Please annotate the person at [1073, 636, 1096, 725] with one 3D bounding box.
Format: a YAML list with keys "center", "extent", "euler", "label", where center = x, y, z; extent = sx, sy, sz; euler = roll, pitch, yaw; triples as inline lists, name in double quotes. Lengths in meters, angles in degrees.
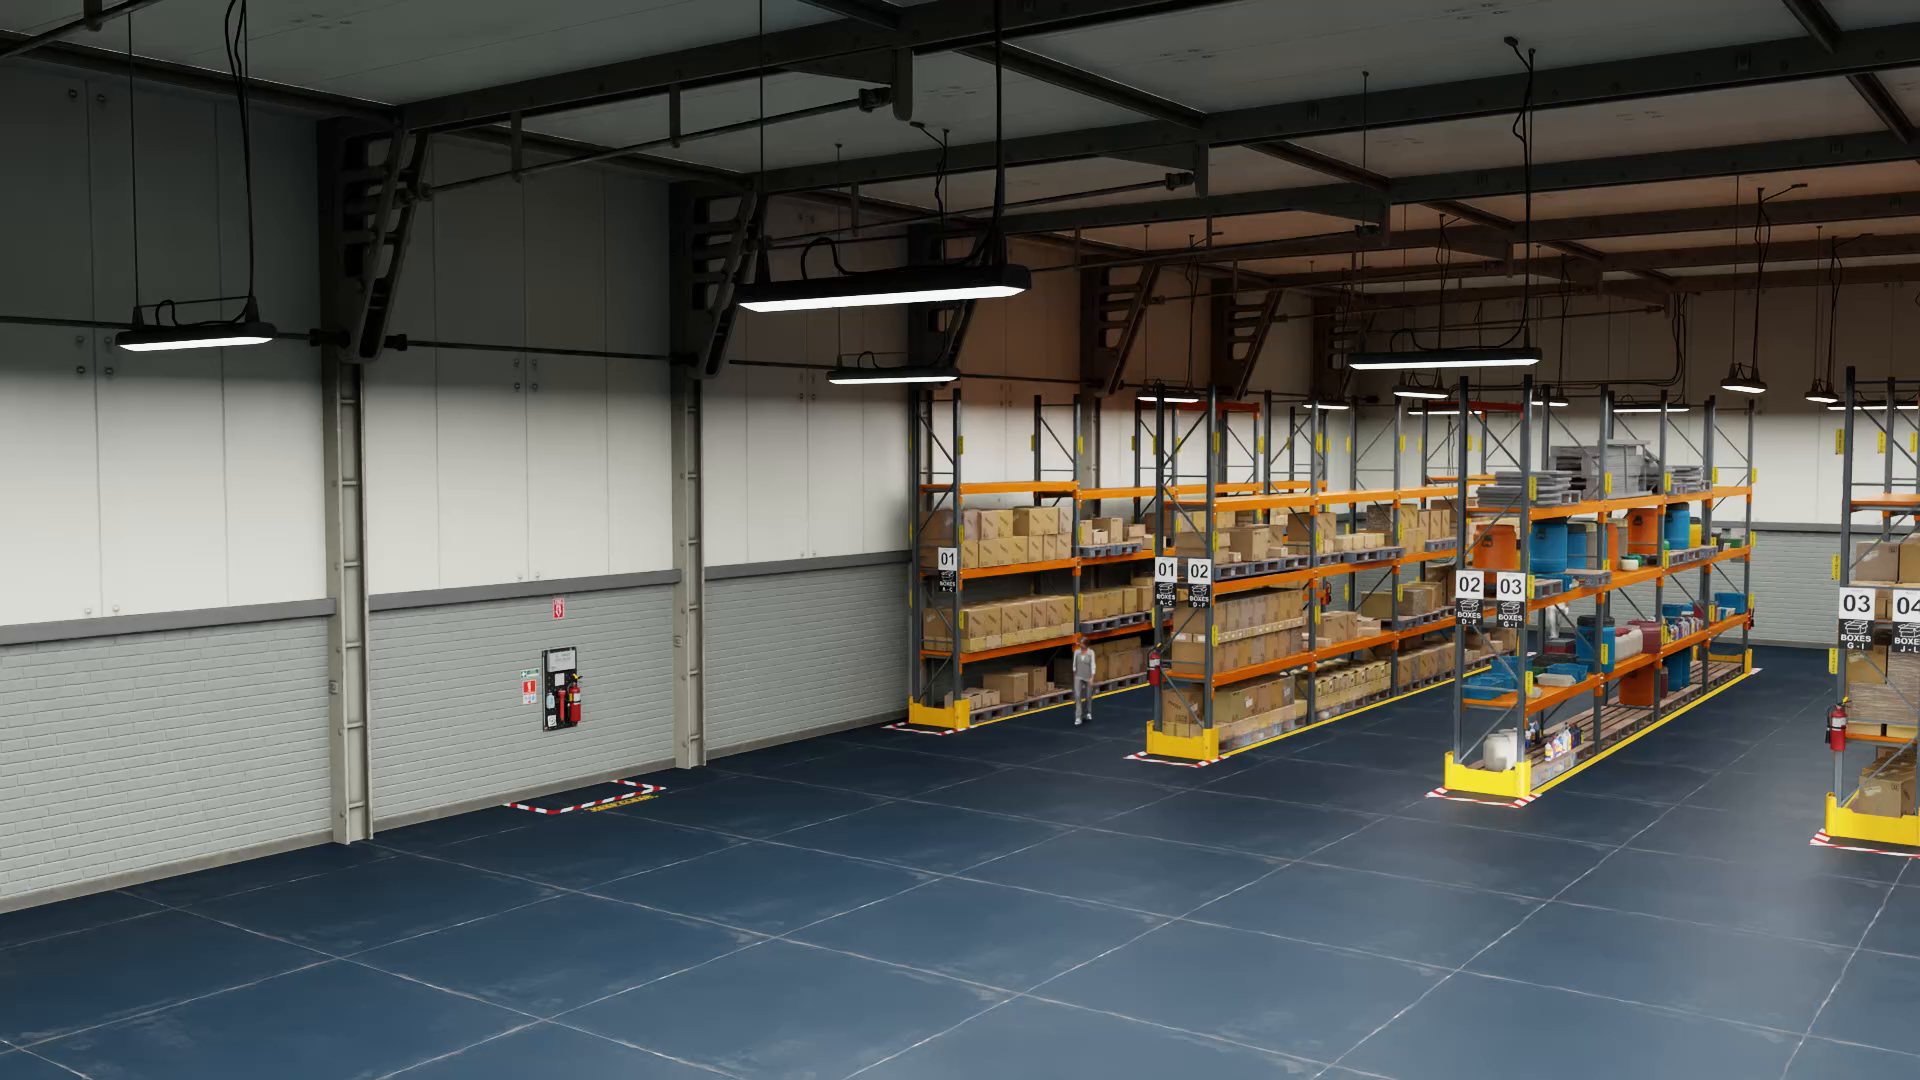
- center: [2.228, 2.500, 29.855]
  extent: [0.434, 1.545, 0.918]
  euler: [1, 3, 11]
  label: "person"

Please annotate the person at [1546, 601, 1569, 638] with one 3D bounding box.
- center: [15.058, 1.721, 41.948]
  extent: [0.556, 1.714, 1.103]
  euler: [0, 3, 9]
  label: "person"
